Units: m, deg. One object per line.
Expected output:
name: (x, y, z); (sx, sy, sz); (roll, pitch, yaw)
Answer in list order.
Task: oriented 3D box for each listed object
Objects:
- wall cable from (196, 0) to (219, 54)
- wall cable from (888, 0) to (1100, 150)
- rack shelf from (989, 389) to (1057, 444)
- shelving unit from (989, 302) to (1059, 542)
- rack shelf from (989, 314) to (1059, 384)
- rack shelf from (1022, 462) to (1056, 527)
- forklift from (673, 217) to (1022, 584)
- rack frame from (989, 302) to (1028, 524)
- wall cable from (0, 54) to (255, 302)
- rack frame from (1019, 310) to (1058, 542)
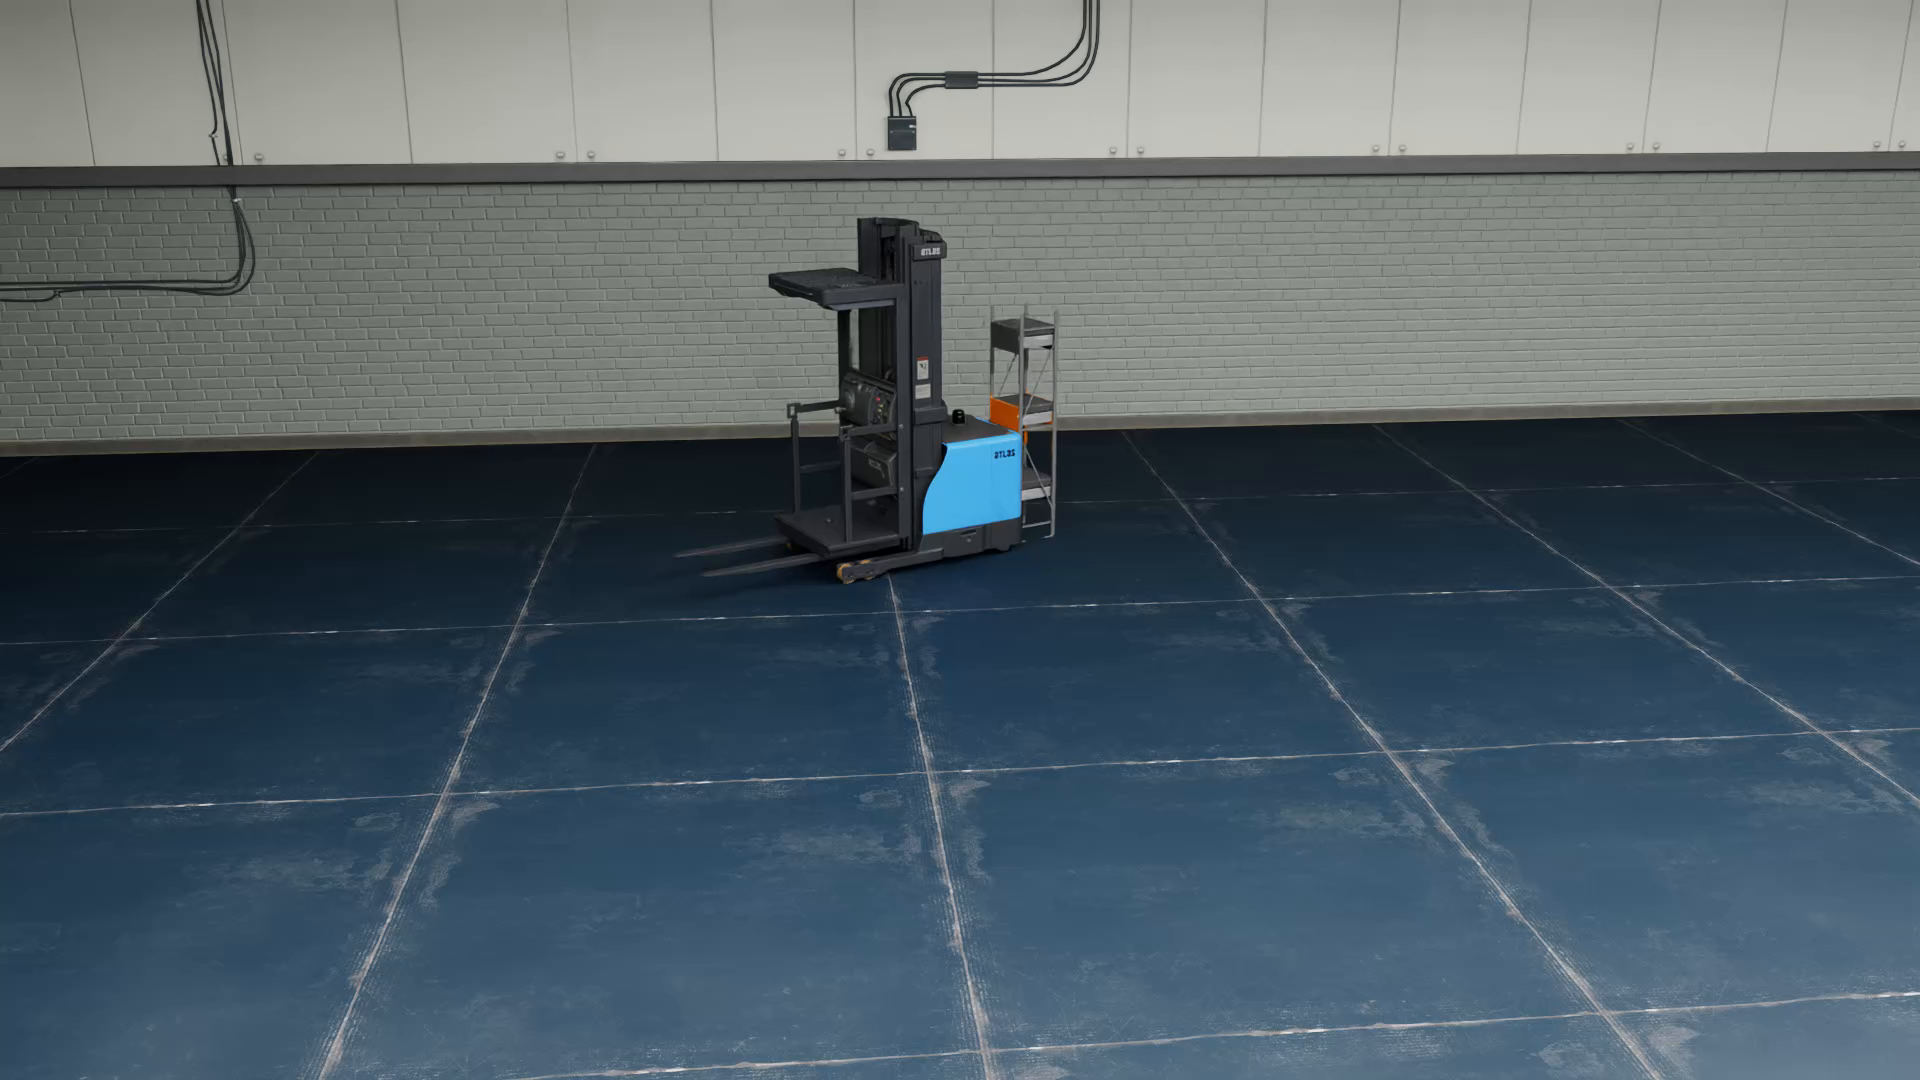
wall cable: (-6.386, -6.248, 16.880); (3.097, 2.526, 0.112); (-2, 18, -6)
wall cable: (0.368, -7.147, 17.315); (2.305, 6.003, 0.169); (-2, 18, -6)
rack shelf: (0.572, -1.056, 15.154); (0.431, 0.518, 0.480); (-10, 20, -30)
shelving unit: (0.572, -1.069, 15.150); (0.431, 2.100, 0.503); (-10, 20, -30)
rack shelf: (0.572, -1.724, 14.945); (0.431, 0.518, 0.480); (-10, 20, -30)
rack shelf: (0.572, -0.388, 15.364); (0.431, 0.518, 0.480); (-10, 20, -30)
forklift: (-0.970, -1.210, 14.211); (3.031, 2.935, 1.130); (-10, 20, -30)
rack frame: (0.445, -1.132, 15.349); (0.400, 2.100, 0.015); (-10, 20, -30)
wall cable: (-9.077, -3.755, 17.371); (3.097, 2.526, 0.112); (-2, 18, -6)
rack frame: (0.698, -1.007, 14.951); (0.400, 2.100, 0.015); (-10, 20, -30)
